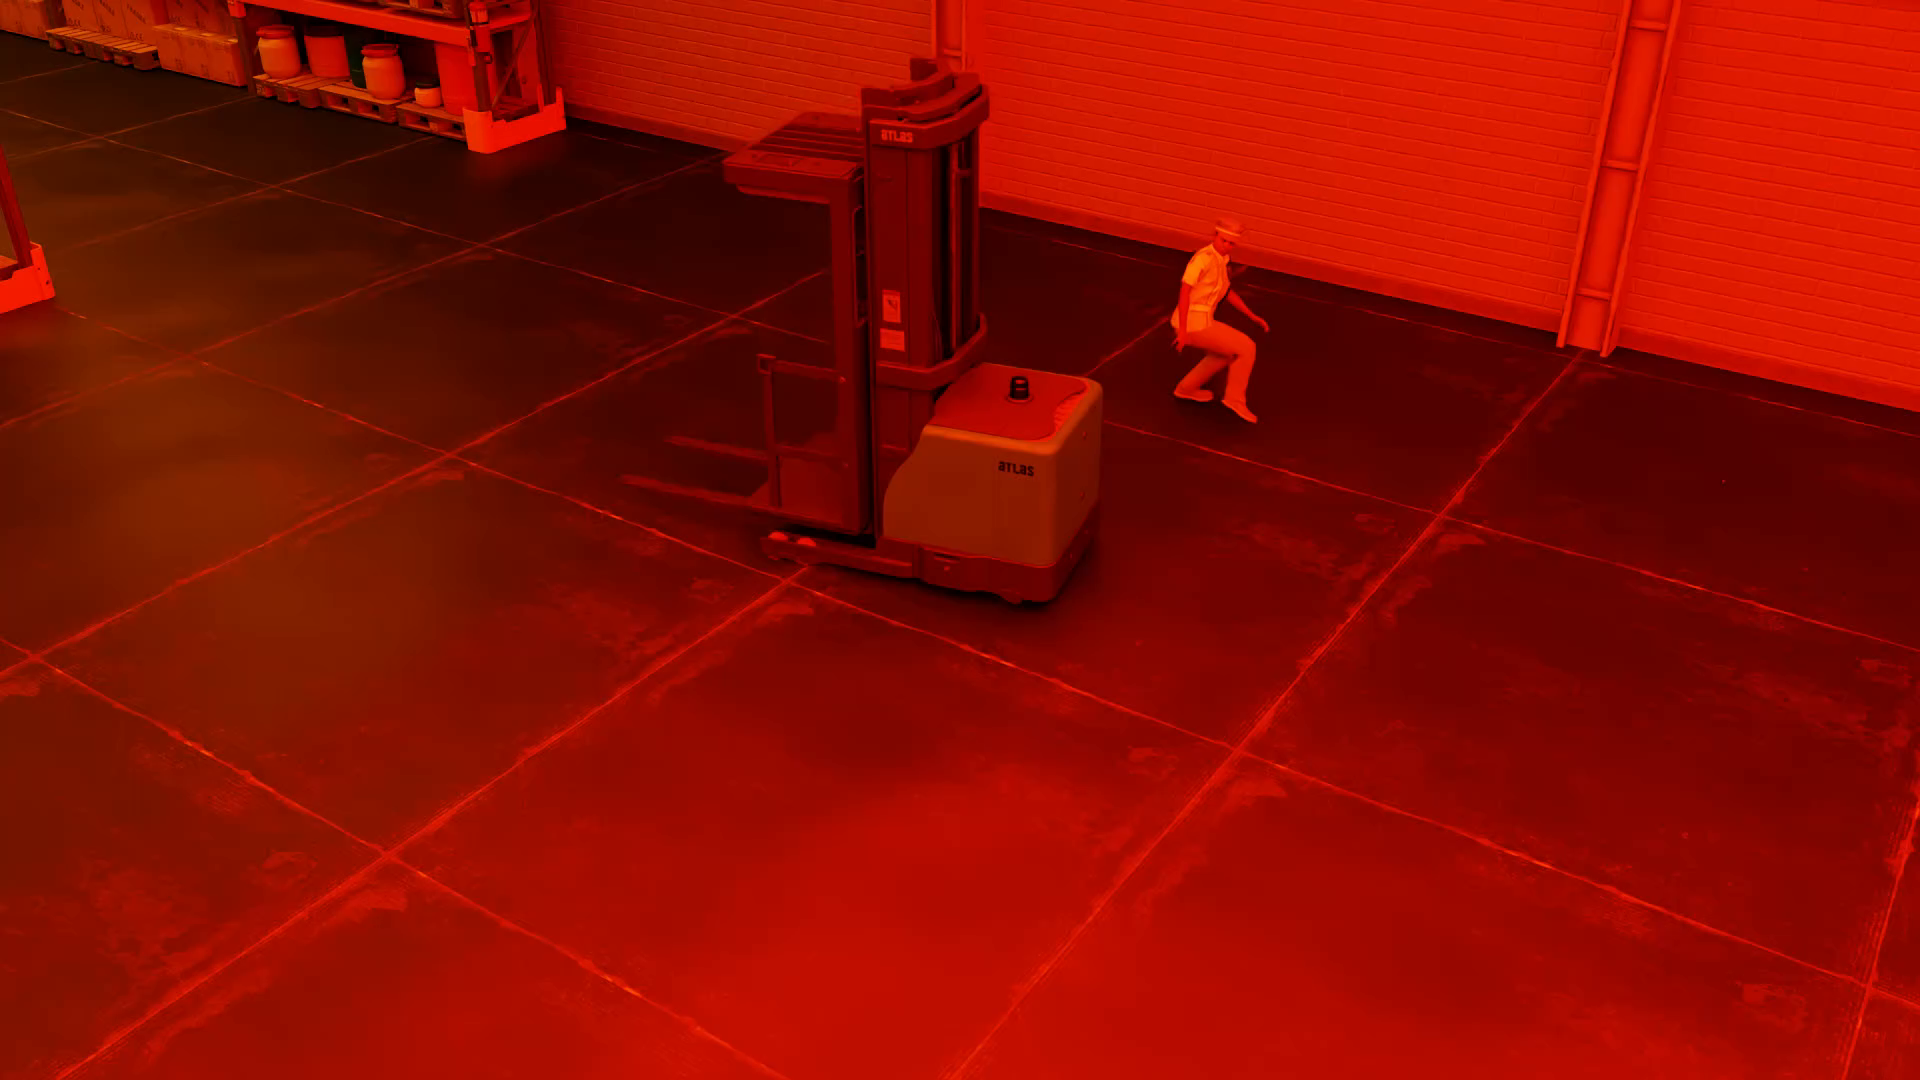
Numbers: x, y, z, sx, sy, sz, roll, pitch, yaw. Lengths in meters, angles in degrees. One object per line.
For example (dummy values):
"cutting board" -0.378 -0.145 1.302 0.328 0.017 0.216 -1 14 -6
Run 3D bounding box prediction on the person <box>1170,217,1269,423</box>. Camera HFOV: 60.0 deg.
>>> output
"person" 1.835 -1.533 11.683 0.704 1.459 0.687 3 30 5

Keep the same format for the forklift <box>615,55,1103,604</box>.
"forklift" -0.696 -1.345 9.898 3.031 2.935 1.130 11 32 18
